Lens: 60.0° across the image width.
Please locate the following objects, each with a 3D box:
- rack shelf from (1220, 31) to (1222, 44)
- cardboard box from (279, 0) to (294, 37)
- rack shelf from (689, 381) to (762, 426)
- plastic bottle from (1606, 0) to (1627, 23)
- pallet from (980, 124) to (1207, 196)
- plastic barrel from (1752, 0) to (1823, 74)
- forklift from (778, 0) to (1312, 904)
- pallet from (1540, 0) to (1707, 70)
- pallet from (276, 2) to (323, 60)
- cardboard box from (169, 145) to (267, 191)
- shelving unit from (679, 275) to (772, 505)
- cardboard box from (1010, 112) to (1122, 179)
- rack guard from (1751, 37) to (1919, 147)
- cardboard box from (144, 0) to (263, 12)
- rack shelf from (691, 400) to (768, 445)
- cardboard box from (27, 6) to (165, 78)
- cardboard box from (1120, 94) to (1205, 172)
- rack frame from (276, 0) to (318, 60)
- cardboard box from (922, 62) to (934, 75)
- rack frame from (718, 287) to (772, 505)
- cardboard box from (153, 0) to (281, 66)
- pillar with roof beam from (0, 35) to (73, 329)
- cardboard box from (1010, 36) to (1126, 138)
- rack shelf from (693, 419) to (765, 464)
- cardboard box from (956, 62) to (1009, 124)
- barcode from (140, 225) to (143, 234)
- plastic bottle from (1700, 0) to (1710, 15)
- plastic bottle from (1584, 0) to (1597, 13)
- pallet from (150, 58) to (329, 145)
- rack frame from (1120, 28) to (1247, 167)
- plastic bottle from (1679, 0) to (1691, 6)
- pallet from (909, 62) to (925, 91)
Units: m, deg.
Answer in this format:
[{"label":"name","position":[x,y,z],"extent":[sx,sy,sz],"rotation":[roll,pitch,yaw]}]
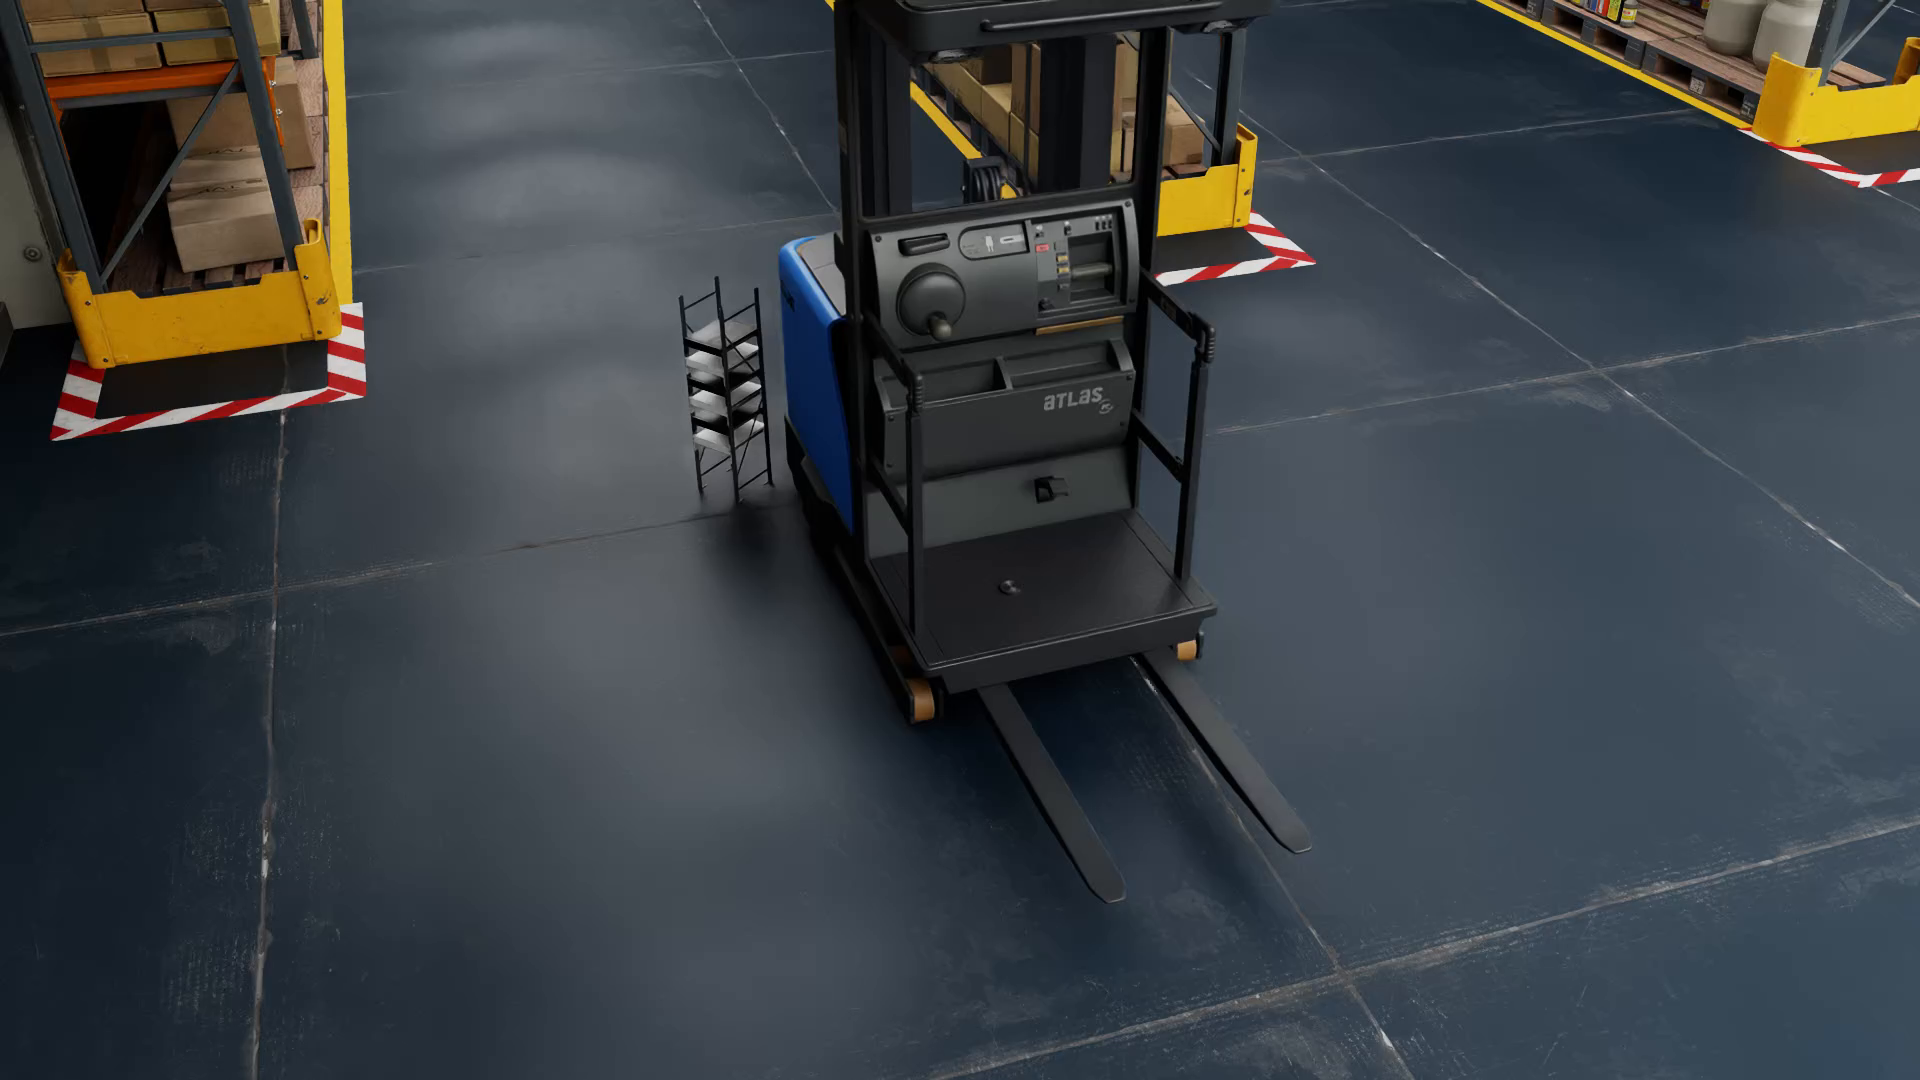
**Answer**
[{"label":"rack shelf","position":[0.441,-3.798,10.430],"extent":[1.077,0.370,4.000],"rotation":[-10,35,-15]},{"label":"cardboard box","position":[-5.126,-3.838,11.705],"extent":[0.700,0.500,0.500],"rotation":[-9,34,-13]},{"label":"rack shelf","position":[-0.960,-0.583,6.876],"extent":[0.200,0.077,0.258],"rotation":[20,38,27]},{"label":"plastic bottle","position":[4.739,-3.879,11.964],"extent":[0.061,0.283,0.133],"rotation":[-9,35,-14]},{"label":"pallet","position":[0.778,-2.280,10.008],"extent":[1.003,0.211,1.213],"rotation":[-10,35,-15]},{"label":"plastic barrel","position":[5.496,-3.349,10.974],"extent":[0.421,0.512,0.421],"rotation":[0,33,0]},{"label":"forklift","position":[0.232,-0.843,5.367],"extent":[1.130,2.935,3.031],"rotation":[-11,35,-16]},{"label":"pallet","position":[5.091,-3.815,12.332],"extent":[1.003,0.211,1.213],"rotation":[-10,35,-15]},{"label":"pallet","position":[-5.124,-3.559,11.944],"extent":[1.003,0.211,1.213],"rotation":[-10,35,-15]},{"label":"cardboard box","position":[-3.964,-1.953,9.024],"extent":[0.500,0.311,0.500],"rotation":[-7,34,-11]},{"label":"shelving unit","position":[-0.960,-0.610,6.857],"extent":[0.210,0.900,0.258],"rotation":[20,38,27]},{"label":"cardboard box","position":[0.606,-2.308,9.636],"extent":[0.500,0.250,0.500],"rotation":[-10,35,-15]},{"label":"rack guard","position":[5.702,-2.869,10.638],"extent":[1.175,0.500,0.348],"rotation":[-10,35,-15]},{"label":"cardboard box","position":[-3.525,-2.773,7.664],"extent":[0.500,0.500,0.500],"rotation":[-10,35,-15]},{"label":"rack shelf","position":[-0.960,-0.507,6.925],"extent":[0.200,0.077,0.258],"rotation":[20,38,27]},{"label":"cardboard box","position":[-3.992,-2.372,7.737],"extent":[0.500,0.250,0.500],"rotation":[-10,35,-14]},{"label":"cardboard box","position":[1.100,-2.395,9.767],"extent":[0.500,0.250,0.500],"rotation":[-10,35,-15]},{"label":"rack frame","position":[-4.885,-4.314,10.557],"extent":[1.000,3.000,0.127],"rotation":[-10,35,-15]},{"label":"cardboard box","position":[-0.021,-3.355,11.220],"extent":[0.500,0.250,0.500],"rotation":[-10,35,-15]},{"label":"rack frame","position":[-0.874,-0.580,6.811],"extent":[0.006,0.900,0.240],"rotation":[20,38,27]},{"label":"cardboard box","position":[-3.512,-2.469,7.883],"extent":[0.500,0.250,0.500],"rotation":[-11,35,-16]},{"label":"pillar with roof beam","position":[-0.603,-5.662,7.157],"extent":[9.100,9.000,0.400],"rotation":[-10,35,-15]},{"label":"cardboard box","position":[0.604,-2.621,9.428],"extent":[0.500,0.500,0.500],"rotation":[-10,35,-15]},{"label":"rack shelf","position":[-0.960,-0.432,6.975],"extent":[0.200,0.077,0.258],"rotation":[20,38,27]},{"label":"cardboard box","position":[0.288,-2.831,10.427],"extent":[0.500,0.250,0.500],"rotation":[-10,35,-15]},{"label":"barcode","position":[-4.177,-1.600,8.482],"extent":[0.001,0.075,0.075],"rotation":[-10,35,-15]},{"label":"plastic bottle","position":[5.482,-3.954,12.152],"extent":[0.097,0.201,0.097],"rotation":[0,33,0]},{"label":"plastic bottle","position":[4.699,-4.027,12.195],"extent":[0.152,0.276,0.135],"rotation":[-11,35,-16]},{"label":"pallet","position":[-4.647,-2.803,10.801],"extent":[1.003,0.211,1.213],"rotation":[-10,35,-15]},{"label":"rack frame","position":[1.051,-3.048,8.642],"extent":[1.000,3.000,0.127],"rotation":[-10,35,-15]},{"label":"plastic bottle","position":[5.409,-4.109,12.323],"extent":[0.097,0.271,0.097],"rotation":[0,33,0]},{"label":"pallet","position":[0.034,-3.561,11.947],"extent":[1.003,0.211,1.213],"rotation":[-10,35,-15]}]
